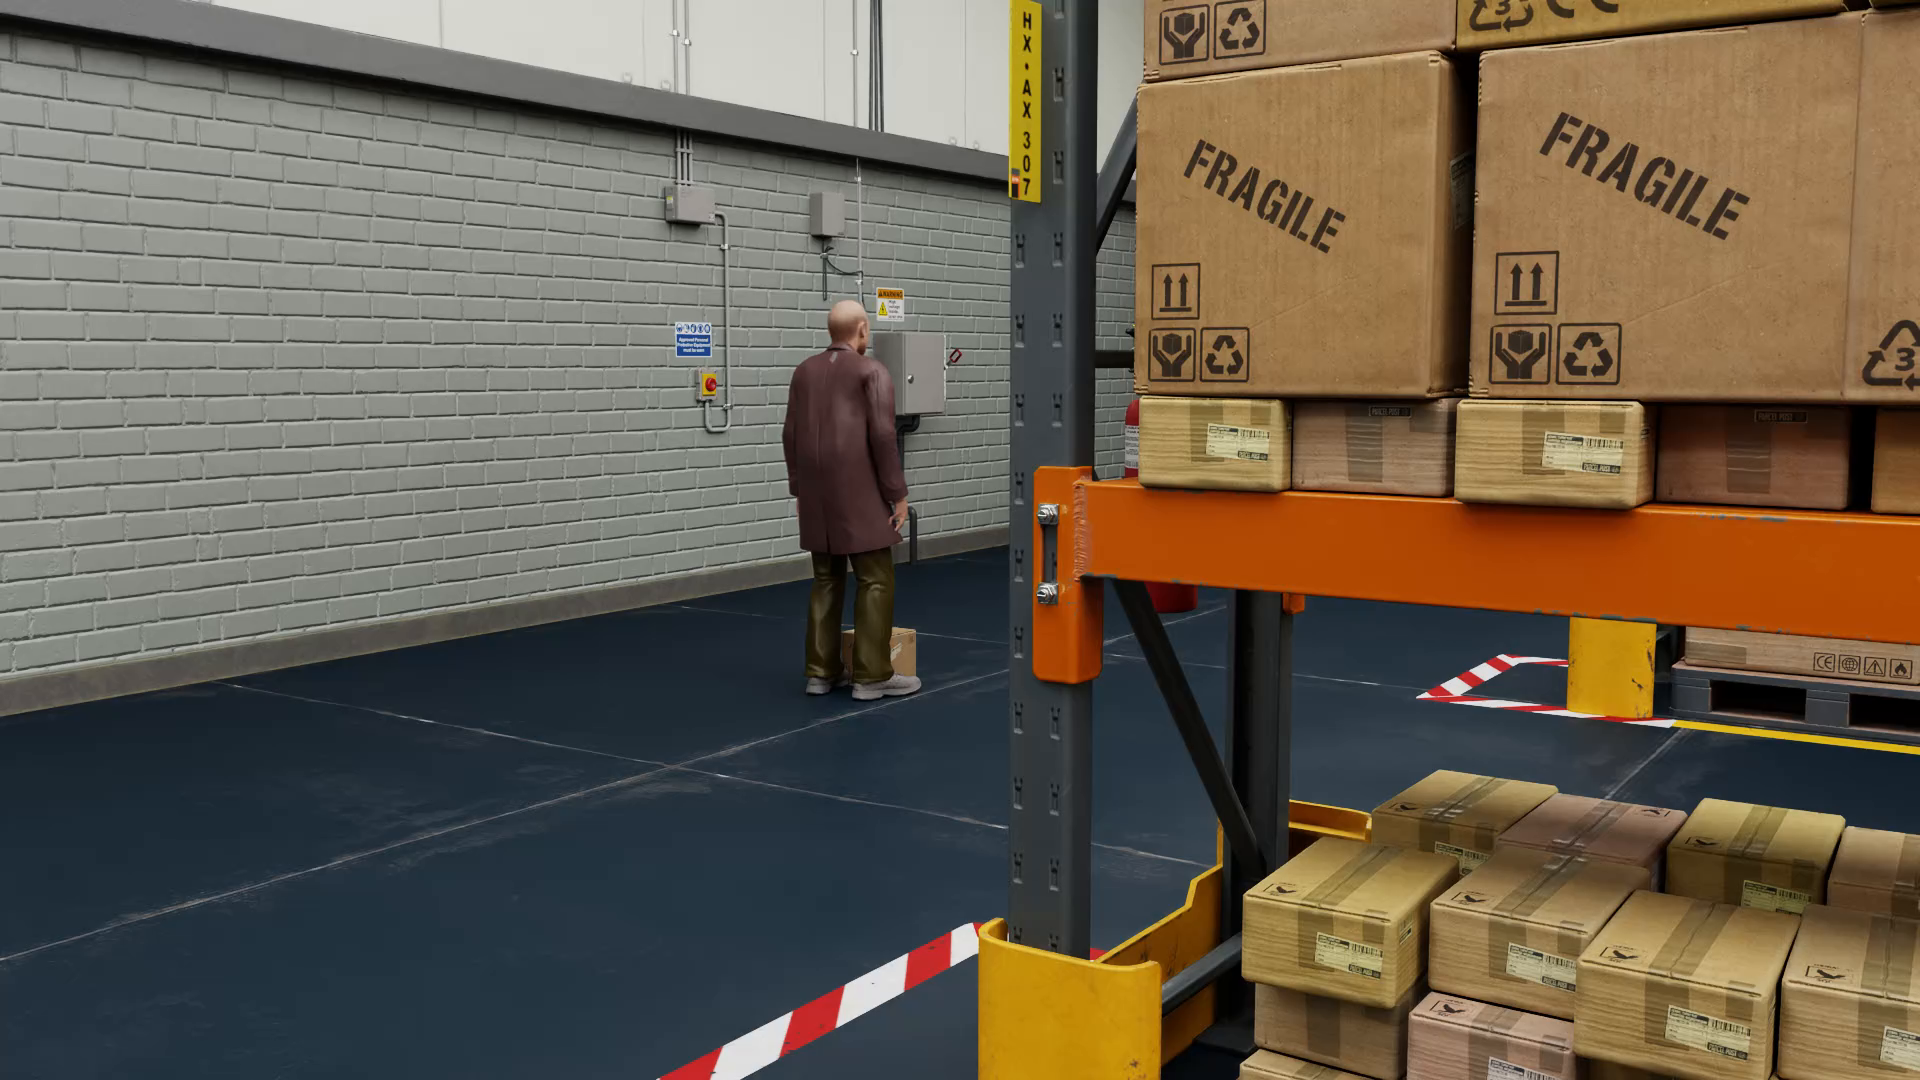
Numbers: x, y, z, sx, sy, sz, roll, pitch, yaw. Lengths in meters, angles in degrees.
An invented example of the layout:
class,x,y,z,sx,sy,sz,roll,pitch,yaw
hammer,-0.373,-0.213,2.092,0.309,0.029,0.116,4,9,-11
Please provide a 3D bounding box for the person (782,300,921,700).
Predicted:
class,x,y,z,sx,sy,sz,roll,pitch,yaw
person,-0.511,-0.188,7.497,0.644,1.774,0.420,4,7,33
